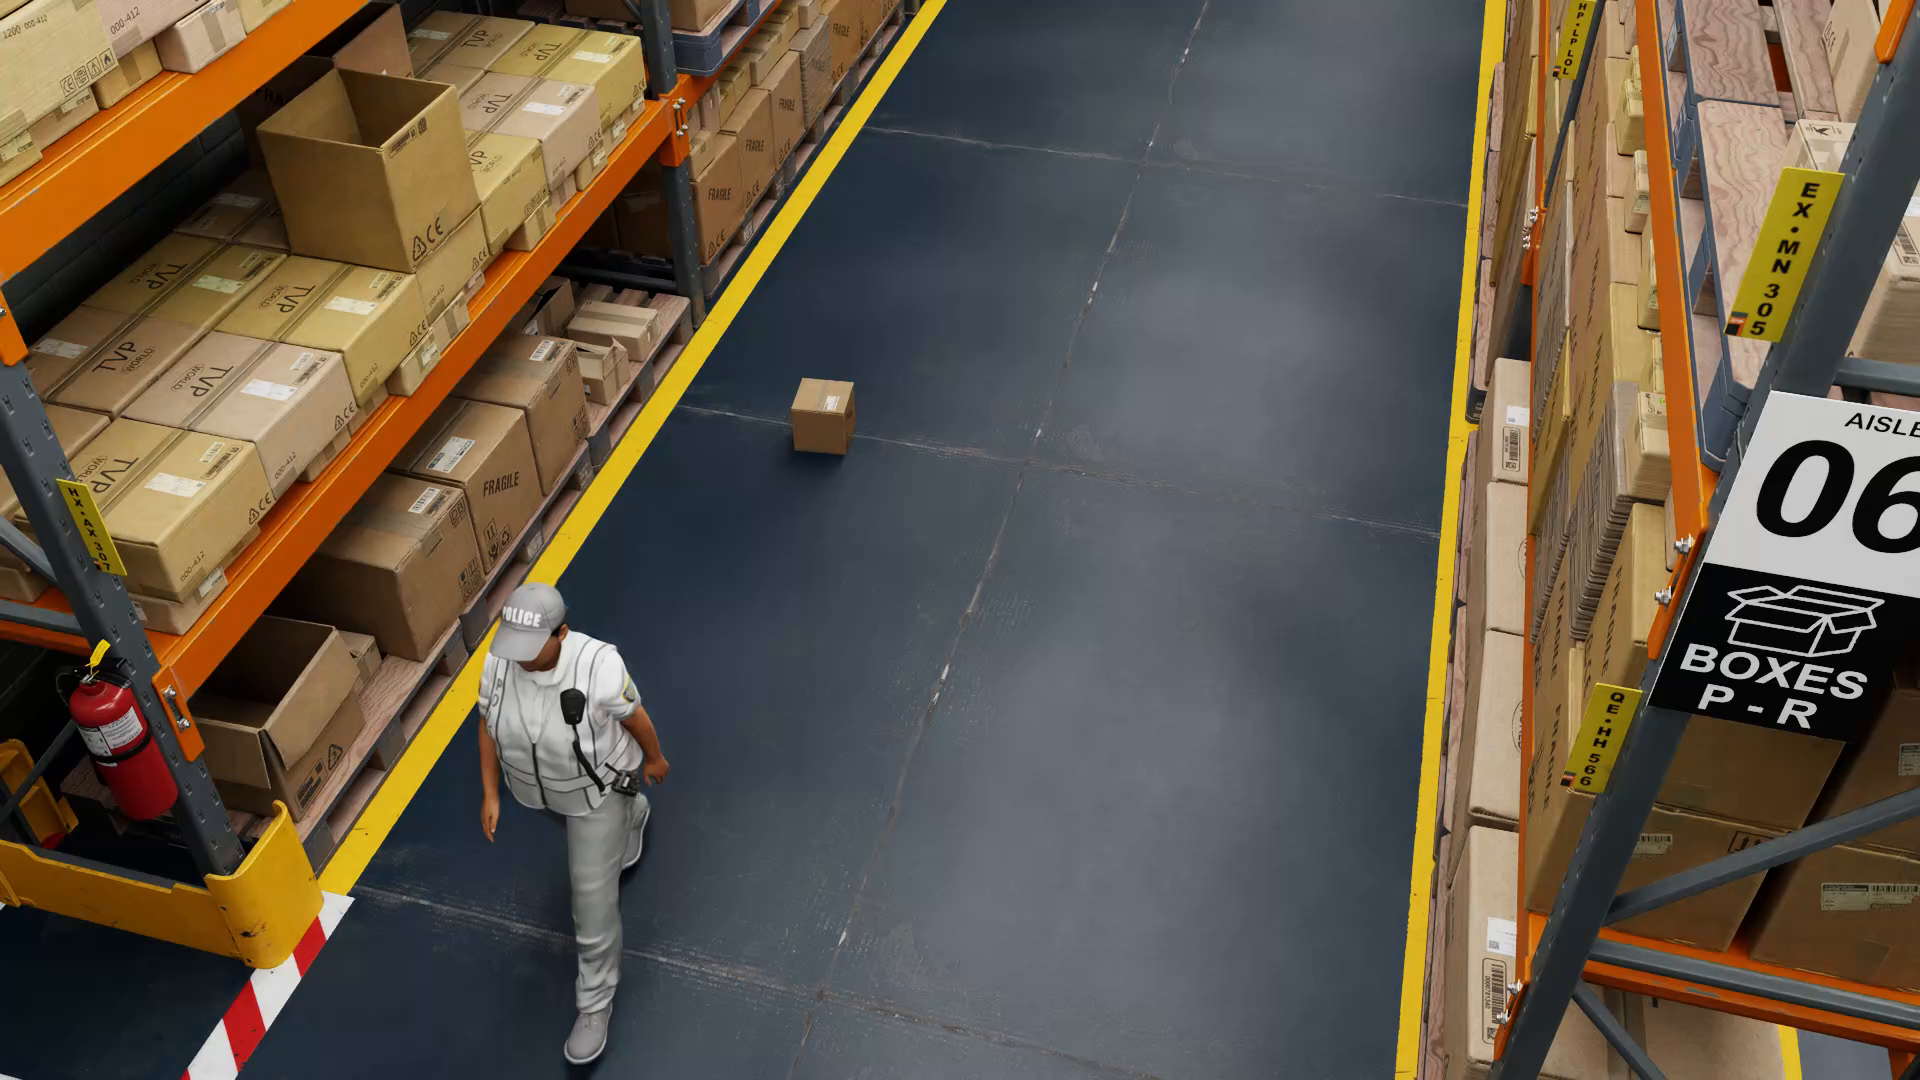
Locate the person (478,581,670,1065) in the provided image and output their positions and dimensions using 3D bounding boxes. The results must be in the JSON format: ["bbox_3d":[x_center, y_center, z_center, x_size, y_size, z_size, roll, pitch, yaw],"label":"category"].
[{"bbox_3d":[-1.262,0.772,5.281,0.495,1.599,1.039,12,43,13],"label":"person"}]
